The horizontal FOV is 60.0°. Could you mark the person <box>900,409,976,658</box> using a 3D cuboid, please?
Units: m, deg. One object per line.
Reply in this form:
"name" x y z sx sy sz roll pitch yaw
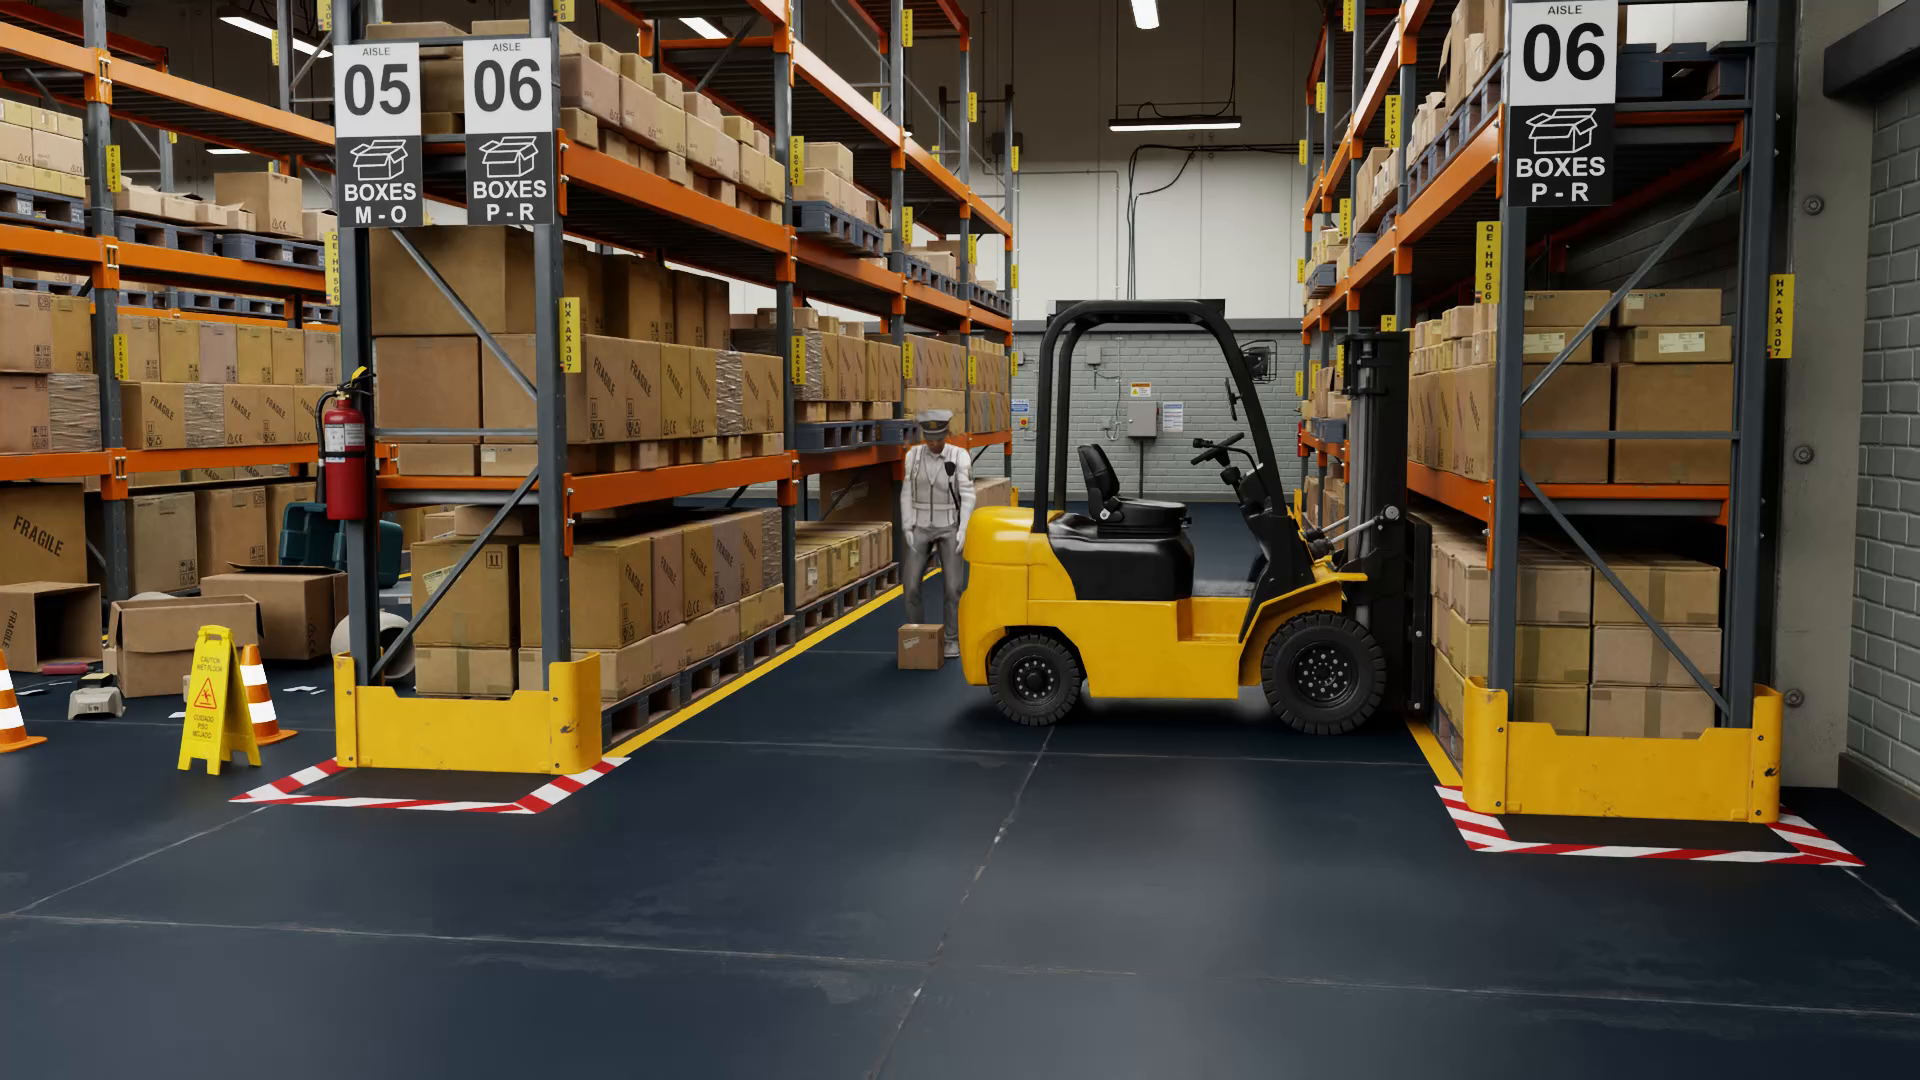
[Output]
"person" -0.146 -0.042 10.800 0.504 1.616 0.465 1 5 10
